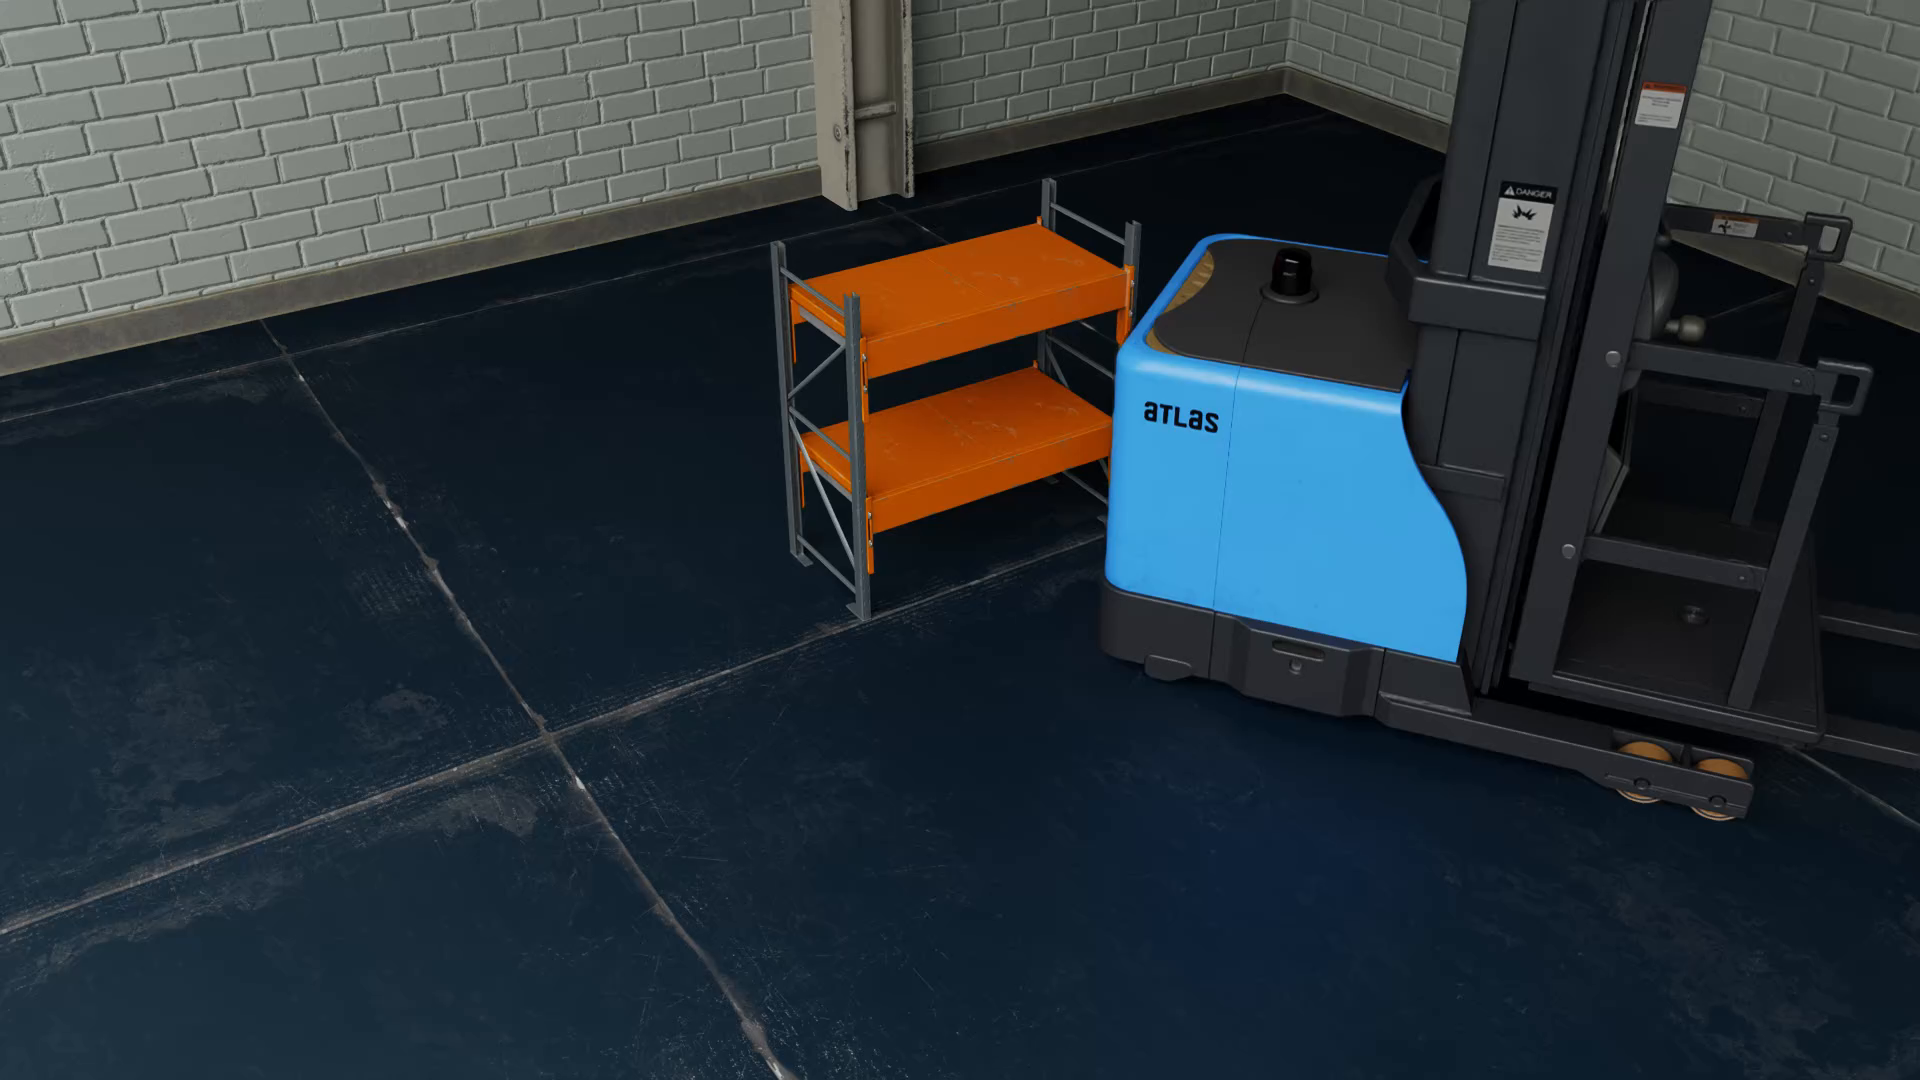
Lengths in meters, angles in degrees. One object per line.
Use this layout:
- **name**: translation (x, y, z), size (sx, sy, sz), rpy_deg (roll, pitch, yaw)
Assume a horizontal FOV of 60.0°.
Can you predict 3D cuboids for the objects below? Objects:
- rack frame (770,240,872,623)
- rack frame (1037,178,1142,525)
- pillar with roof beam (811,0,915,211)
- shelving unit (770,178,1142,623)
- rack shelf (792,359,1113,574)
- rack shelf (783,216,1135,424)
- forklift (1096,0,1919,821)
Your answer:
- **rack frame**: translation (-0.433, -0.327, 5.214), size (0.032, 1.125, 0.500), rpy_deg (-19, 37, -27)
- **rack frame**: translation (0.422, -0.621, 5.680), size (0.032, 1.125, 0.500), rpy_deg (-19, 37, -27)
- **pillar with roof beam**: translation (1.854, -3.658, 3.114), size (0.400, 9.000, 9.100), rpy_deg (-19, 37, -27)
- **shelving unit**: translation (-0.006, -0.474, 5.447), size (1.048, 1.125, 0.538), rpy_deg (-19, 37, -27)
- **rack shelf**: translation (-0.006, -0.267, 5.577), size (1.000, 0.278, 0.538), rpy_deg (-19, 37, -27)
- **rack shelf**: translation (-0.006, -0.721, 5.291), size (1.000, 0.278, 0.538), rpy_deg (-19, 37, -27)
- **forklift**: translation (1.990, -0.797, 4.267), size (3.031, 2.935, 1.130), rpy_deg (12, 34, 18)
